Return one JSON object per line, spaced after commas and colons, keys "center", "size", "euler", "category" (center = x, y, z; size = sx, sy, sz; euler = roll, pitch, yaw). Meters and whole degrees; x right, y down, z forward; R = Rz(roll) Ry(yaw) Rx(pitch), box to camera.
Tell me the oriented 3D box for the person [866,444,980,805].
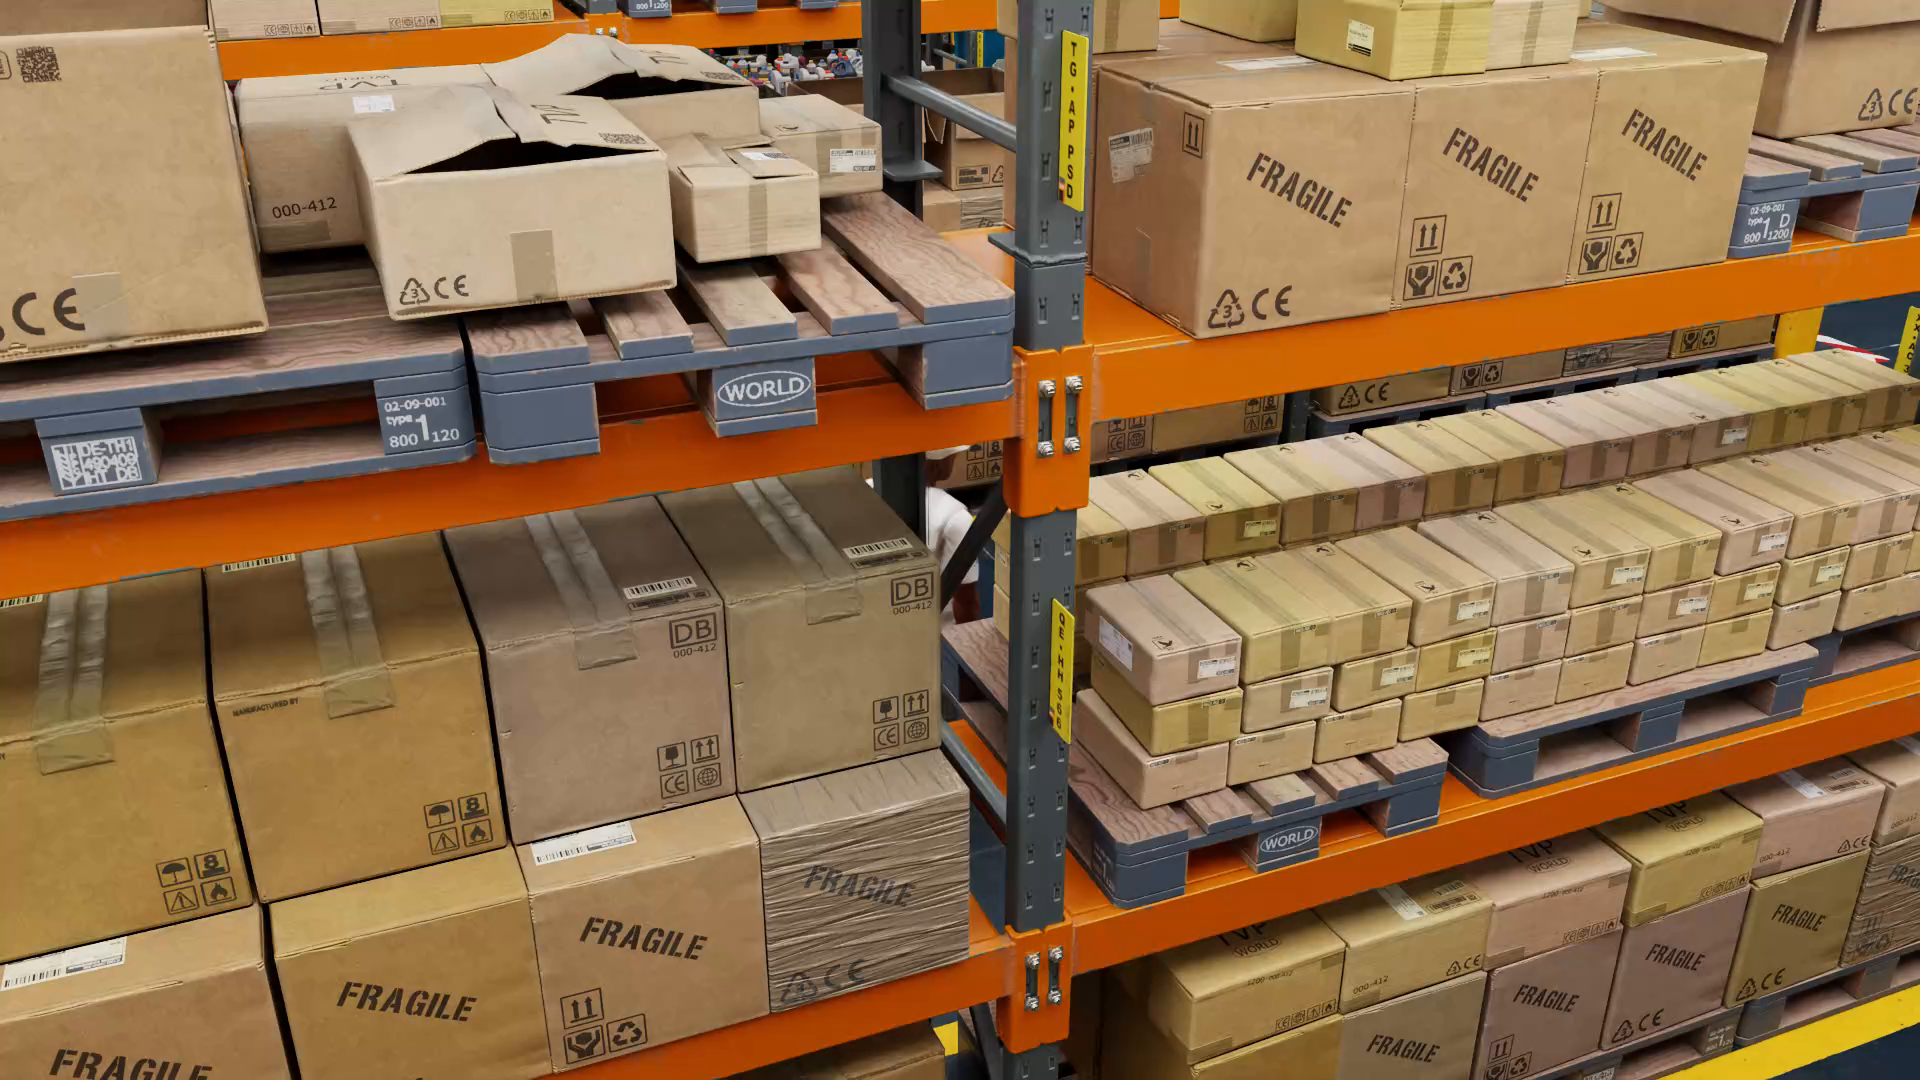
{"center": [-0.181, 0.350, 6.369], "size": [0.595, 1.762, 0.610], "euler": [11, 28, 22], "category": "person"}
